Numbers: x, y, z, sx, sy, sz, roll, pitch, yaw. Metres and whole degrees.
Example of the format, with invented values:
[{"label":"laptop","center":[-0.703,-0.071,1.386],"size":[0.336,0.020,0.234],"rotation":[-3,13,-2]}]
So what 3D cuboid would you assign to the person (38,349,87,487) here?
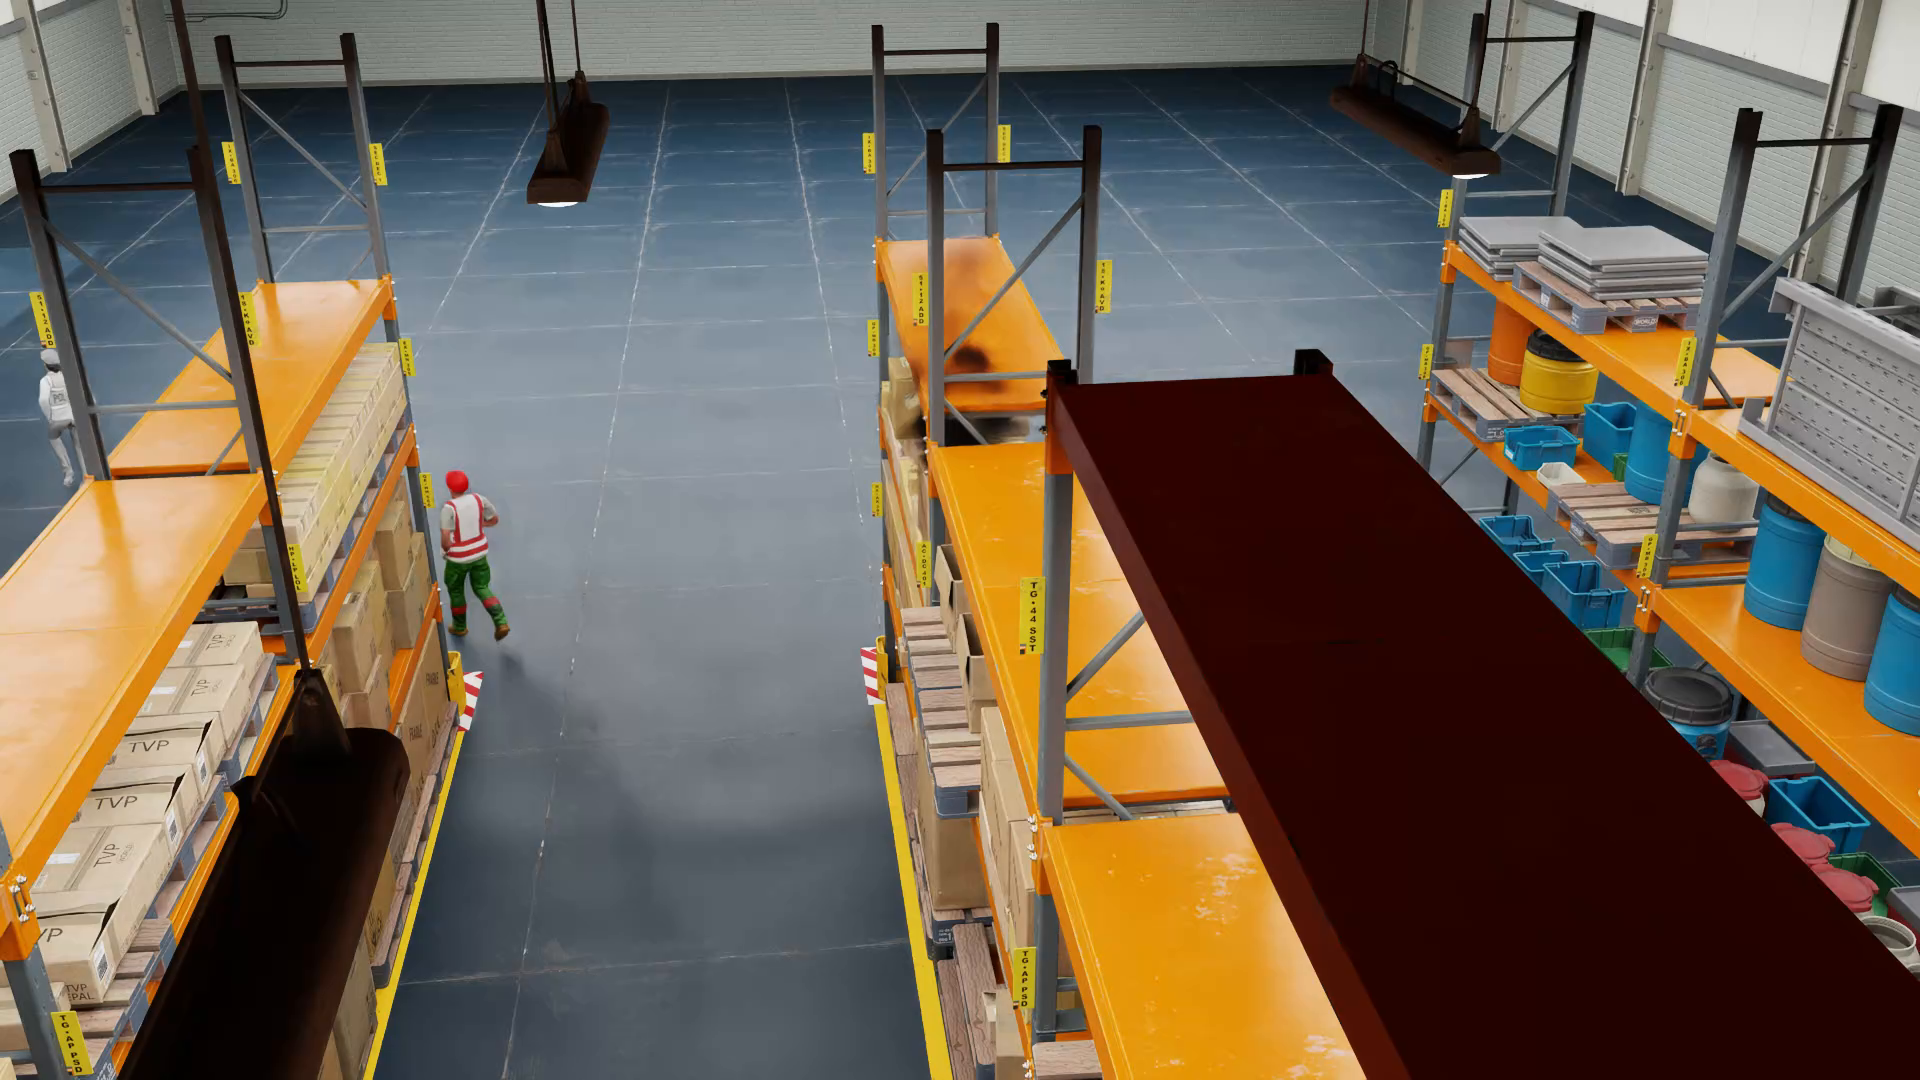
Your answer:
[{"label":"person","center":[-10.462,-1.394,19.497],"size":[0.594,1.714,0.752],"rotation":[-23,34,-39]}]

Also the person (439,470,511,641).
[{"label":"person","center":[-4.738,0.175,16.047],"size":[0.899,1.801,0.684],"rotation":[17,30,31]}]

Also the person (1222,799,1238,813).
[{"label":"person","center":[2.120,2.048,12.335],"size":[0.585,1.695,0.695],"rotation":[-4,26,-9]}]
